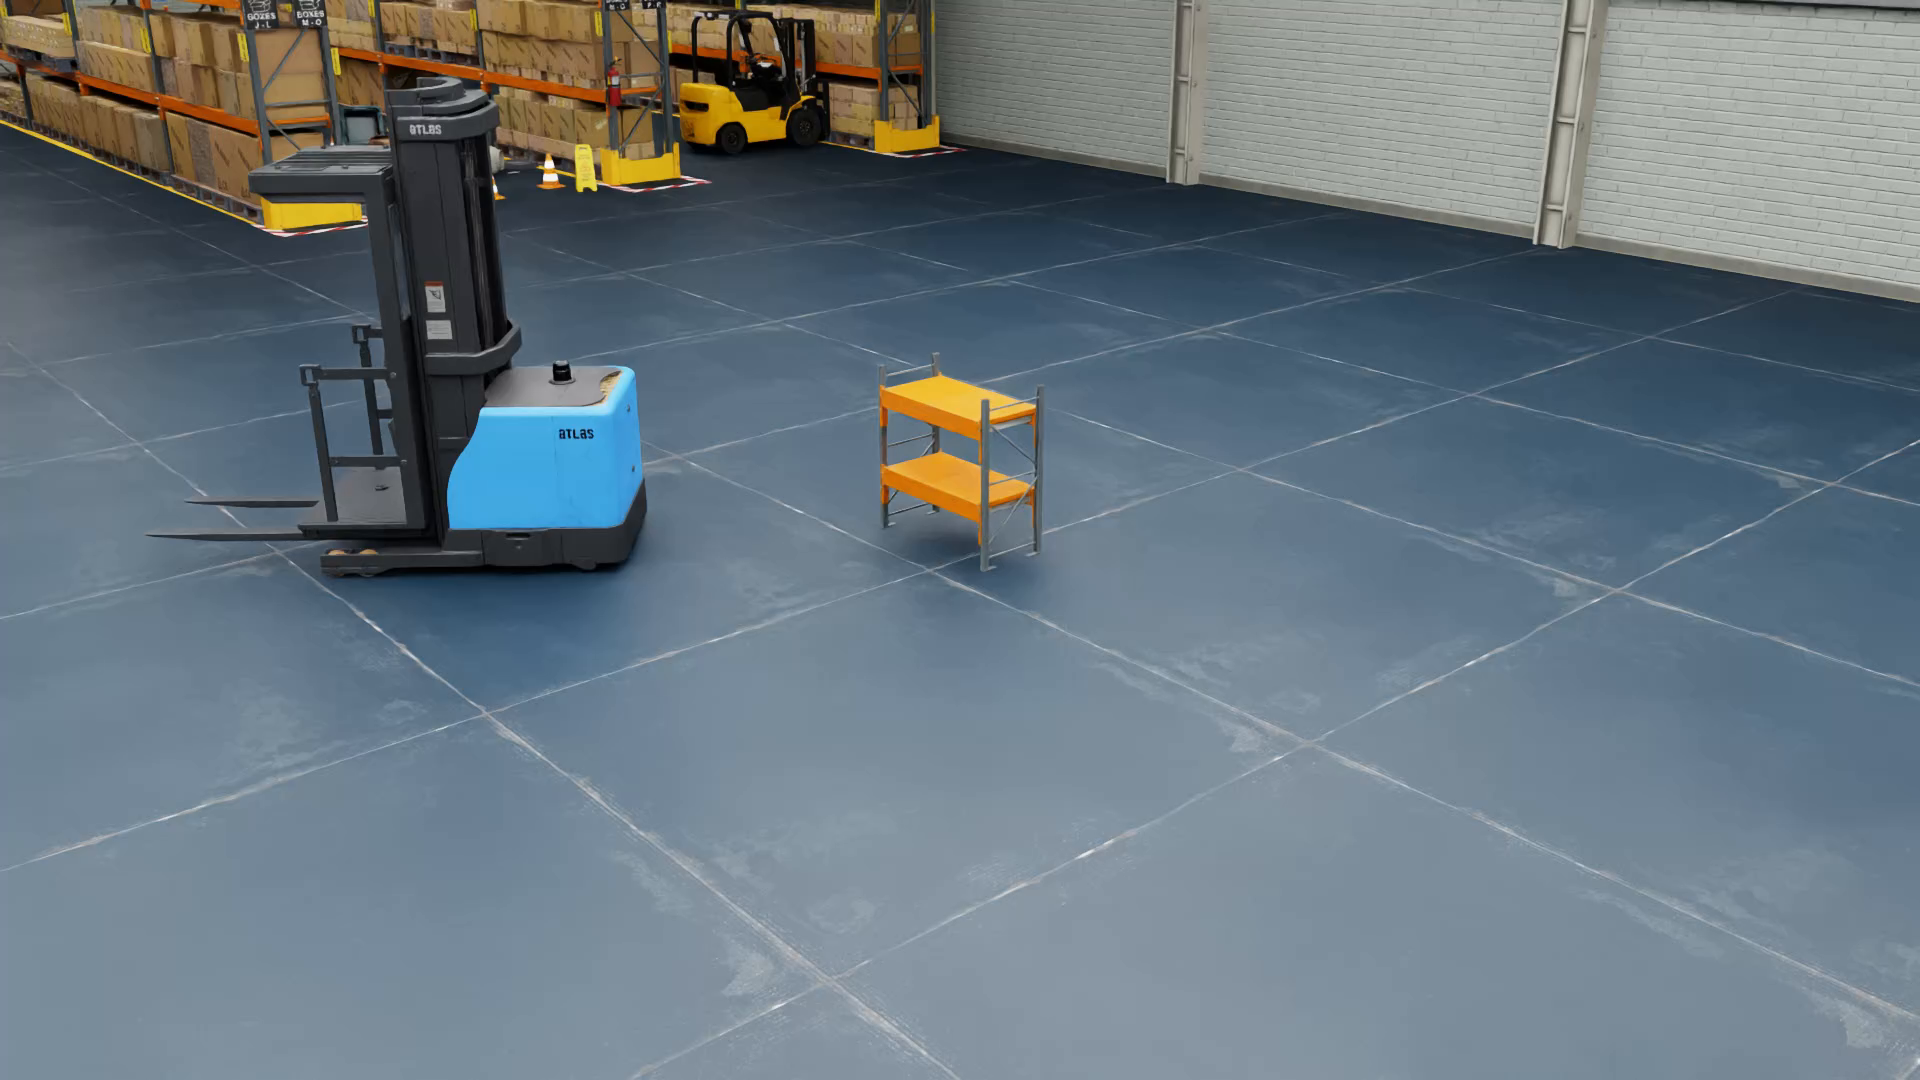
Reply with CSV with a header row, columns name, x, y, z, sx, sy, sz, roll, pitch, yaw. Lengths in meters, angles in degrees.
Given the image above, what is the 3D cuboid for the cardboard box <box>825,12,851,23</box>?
name,x,y,z,sx,sy,sz,roll,pitch,yaw
cardboard box,-2.015,-8.669,27.569,0.380,0.149,0.250,-17,27,-36

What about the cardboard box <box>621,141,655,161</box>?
name,x,y,z,sx,sy,sz,roll,pitch,yaw
cardboard box,-4.960,-5.895,25.117,0.500,0.250,0.500,-18,28,-38

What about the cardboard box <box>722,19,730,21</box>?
name,x,y,z,sx,sy,sz,roll,pitch,yaw
cardboard box,-4.069,-9.436,29.937,0.380,0.149,0.250,-18,28,-38

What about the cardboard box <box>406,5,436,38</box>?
name,x,y,z,sx,sy,sz,roll,pitch,yaw
cardboard box,-9.049,-8.815,28.258,0.500,0.500,0.500,-17,27,-37

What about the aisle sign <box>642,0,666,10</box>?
name,x,y,z,sx,sy,sz,roll,pitch,yaw
aisle sign,-4.368,-7.959,23.626,0.394,0.787,0.004,-17,27,-37

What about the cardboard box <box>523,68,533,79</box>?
name,x,y,z,sx,sy,sz,roll,pitch,yaw
cardboard box,-6.463,-7.161,25.498,0.380,0.149,0.250,-17,27,-37

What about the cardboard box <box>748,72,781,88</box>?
name,x,y,z,sx,sy,sz,roll,pitch,yaw
cardboard box,-3.418,-8.152,29.507,0.500,0.250,0.500,-18,28,-38

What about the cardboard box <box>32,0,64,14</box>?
name,x,y,z,sx,sy,sz,roll,pitch,yaw
cardboard box,-16.270,-9.634,29.552,0.500,0.500,0.500,-17,27,-36

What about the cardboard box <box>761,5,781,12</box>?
name,x,y,z,sx,sy,sz,roll,pitch,yaw
cardboard box,-3.260,-9.261,29.082,0.380,0.149,0.250,-17,27,-37

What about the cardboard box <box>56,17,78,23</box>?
name,x,y,z,sx,sy,sz,roll,pitch,yaw
cardboard box,-15.235,-8.873,28.479,0.380,0.149,0.250,-18,27,-38

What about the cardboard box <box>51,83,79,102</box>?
name,x,y,z,sx,sy,sz,roll,pitch,yaw
cardboard box,-14.852,-7.484,27.802,0.500,0.250,0.500,-17,27,-36

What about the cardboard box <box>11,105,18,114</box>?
name,x,y,z,sx,sy,sz,roll,pitch,yaw
cardboard box,-17.002,-7.845,30.234,0.380,0.149,0.250,-19,28,-39

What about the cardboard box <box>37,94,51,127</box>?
name,x,y,z,sx,sy,sz,roll,pitch,yaw
cardboard box,-15.532,-7.419,28.665,0.500,0.500,0.500,-16,26,-35

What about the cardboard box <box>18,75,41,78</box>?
name,x,y,z,sx,sy,sz,roll,pitch,yaw
cardboard box,-17.848,-8.840,31.960,0.380,0.149,0.250,-18,28,-39

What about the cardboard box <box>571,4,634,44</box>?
name,x,y,z,sx,sy,sz,roll,pitch,yaw
cardboard box,-5.142,-7.431,23.928,0.700,0.500,0.500,-18,28,-39

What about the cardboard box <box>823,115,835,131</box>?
name,x,y,z,sx,sy,sz,roll,pitch,yaw
cardboard box,-2.068,-7.124,28.254,0.500,0.250,0.500,-17,27,-37

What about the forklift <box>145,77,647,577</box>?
name,x,y,z,sx,sy,sz,roll,pitch,yaw
forklift,-3.629,-1.329,10.357,3.031,2.935,1.130,-1,21,-1

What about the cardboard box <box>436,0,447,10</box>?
name,x,y,z,sx,sy,sz,roll,pitch,yaw
cardboard box,-8.383,-8.810,27.355,0.380,0.149,0.250,-19,28,-40

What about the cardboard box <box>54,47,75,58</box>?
name,x,y,z,sx,sy,sz,roll,pitch,yaw
cardboard box,-14.219,-7.801,26.556,0.380,0.149,0.250,-17,27,-37

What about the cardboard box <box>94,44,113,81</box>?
name,x,y,z,sx,sy,sz,roll,pitch,yaw
cardboard box,-12.798,-7.274,25.307,0.500,0.500,0.500,-17,27,-37

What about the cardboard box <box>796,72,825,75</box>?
name,x,y,z,sx,sy,sz,roll,pitch,yaw
cardboard box,-2.686,-8.134,29.461,0.500,0.250,0.500,-18,28,-38

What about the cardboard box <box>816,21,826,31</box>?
name,x,y,z,sx,sy,sz,roll,pitch,yaw
cardboard box,-2.179,-8.600,27.803,0.380,0.149,0.250,-17,27,-37

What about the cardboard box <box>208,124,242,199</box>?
name,x,y,z,sx,sy,sz,roll,pitch,yaw
cardboard box,-9.396,-5.106,22.244,0.875,0.875,0.875,-18,28,-38

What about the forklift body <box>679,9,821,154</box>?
name,x,y,z,sx,sy,sz,roll,pitch,yaw
forklift body,-3.505,-7.569,27.358,2.313,2.155,1.214,-17,27,-37

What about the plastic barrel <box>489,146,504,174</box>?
name,x,y,z,sx,sy,sz,roll,pitch,yaw
plastic barrel,-7.138,-5.702,24.962,0.512,0.421,0.421,0,21,-1

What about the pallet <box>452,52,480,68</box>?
name,x,y,z,sx,sy,sz,roll,pitch,yaw
pallet,-7.643,-7.953,27.439,1.003,0.211,1.213,-17,27,-37

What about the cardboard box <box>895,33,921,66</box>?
name,x,y,z,sx,sy,sz,roll,pitch,yaw
cardboard box,-0.998,-8.124,27.475,0.500,0.500,0.500,-16,27,-36

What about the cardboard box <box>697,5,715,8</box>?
name,x,y,z,sx,sy,sz,roll,pitch,yaw
cardboard box,-4.725,-9.972,31.304,0.380,0.149,0.250,-16,27,-36

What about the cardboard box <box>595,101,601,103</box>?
name,x,y,z,sx,sy,sz,roll,pitch,yaw
cardboard box,-5.642,-6.535,25.722,0.500,0.500,0.500,-17,27,-36

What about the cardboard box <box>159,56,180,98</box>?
name,x,y,z,sx,sy,sz,roll,pitch,yaw
cardboard box,-10.688,-6.561,23.417,0.875,0.550,0.550,-17,27,-37

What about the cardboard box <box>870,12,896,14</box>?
name,x,y,z,sx,sy,sz,roll,pitch,yaw
cardboard box,-1.271,-8.655,27.534,0.380,0.149,0.250,-17,27,-36

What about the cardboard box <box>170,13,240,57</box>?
name,x,y,z,sx,sy,sz,roll,pitch,yaw
cardboard box,-10.276,-6.929,22.874,0.875,0.550,0.550,-17,27,-37

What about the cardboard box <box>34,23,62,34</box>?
name,x,y,z,sx,sy,sz,roll,pitch,yaw
cardboard box,-14.879,-8.360,27.169,0.380,0.149,0.250,-17,27,-37

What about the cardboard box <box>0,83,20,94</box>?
name,x,y,z,sx,sy,sz,roll,pitch,yaw
cardboard box,-17.496,-8.325,30.643,0.380,0.149,0.250,-19,28,-39

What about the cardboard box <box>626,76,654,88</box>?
name,x,y,z,sx,sy,sz,roll,pitch,yaw
cardboard box,-4.708,-6.718,24.367,0.380,0.149,0.250,-17,27,-37

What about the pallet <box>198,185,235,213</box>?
name,x,y,z,sx,sy,sz,roll,pitch,yaw
pallet,-9.700,-4.726,22.761,1.003,0.211,1.213,-17,27,-37

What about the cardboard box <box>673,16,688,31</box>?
name,x,y,z,sx,sy,sz,roll,pitch,yaw
cardboard box,-4.996,-9.644,31.014,0.500,0.250,0.500,-17,27,-37

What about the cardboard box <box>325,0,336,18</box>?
name,x,y,z,sx,sy,sz,roll,pitch,yaw
cardboard box,-11.386,-9.915,30.676,0.500,0.500,0.500,-18,28,-38

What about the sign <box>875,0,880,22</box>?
name,x,y,z,sx,sy,sz,roll,pitch,yaw
sign,-1.305,-8.398,26.401,0.100,0.325,0.005,-17,27,-37

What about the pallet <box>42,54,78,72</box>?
name,x,y,z,sx,sy,sz,roll,pitch,yaw
pallet,-14.095,-7.778,26.992,1.213,0.211,1.003,-17,27,-37

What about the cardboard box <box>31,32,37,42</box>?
name,x,y,z,sx,sy,sz,roll,pitch,yaw
cardboard box,-15.060,-8.296,27.414,0.380,0.149,0.250,-17,27,-36

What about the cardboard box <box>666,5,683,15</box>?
name,x,y,z,sx,sy,sz,roll,pitch,yaw
cardboard box,-5.393,-10.005,31.389,0.380,0.149,0.250,-17,27,-37

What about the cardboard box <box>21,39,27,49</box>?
name,x,y,z,sx,sy,sz,roll,pitch,yaw
cardboard box,-15.576,-8.376,28.024,0.380,0.149,0.250,-19,28,-40

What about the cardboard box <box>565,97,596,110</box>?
name,x,y,z,sx,sy,sz,roll,pitch,yaw
cardboard box,-5.654,-6.503,24.750,0.380,0.149,0.250,-16,27,-36

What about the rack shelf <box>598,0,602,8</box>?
name,x,y,z,sx,sy,sz,roll,pitch,yaw
rack shelf,-5.948,-8.306,24.950,1.077,0.370,4.000,-17,27,-37

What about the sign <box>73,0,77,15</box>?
name,x,y,z,sx,sy,sz,roll,pitch,yaw
sign,-15.742,-9.473,29.469,0.100,0.325,0.005,-17,27,-37

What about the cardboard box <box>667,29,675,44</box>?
name,x,y,z,sx,sy,sz,roll,pitch,yaw
cardboard box,-5.336,-9.553,31.467,0.500,0.250,0.500,-19,28,-39

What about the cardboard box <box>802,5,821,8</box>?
name,x,y,z,sx,sy,sz,roll,pitch,yaw
cardboard box,-2.533,-9.247,29.045,0.380,0.149,0.250,-18,28,-38

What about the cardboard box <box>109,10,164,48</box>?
name,x,y,z,sx,sy,sz,roll,pitch,yaw
cardboard box,-12.262,-7.659,24.918,0.700,0.500,0.500,-18,28,-38

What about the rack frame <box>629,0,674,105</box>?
name,x,y,z,sx,sy,sz,roll,pitch,yaw
rack frame,-6.107,-10.084,32.618,1.000,3.000,0.127,-17,27,-37

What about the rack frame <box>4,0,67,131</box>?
name,x,y,z,sx,sy,sz,roll,pitch,yaw
rack frame,-16.160,-8.801,29.340,1.000,3.000,0.127,-17,27,-37

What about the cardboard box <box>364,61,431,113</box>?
name,x,y,z,sx,sy,sz,roll,pitch,yaw
cardboard box,-10.253,-8.319,30.447,0.875,0.875,0.875,-18,28,-38

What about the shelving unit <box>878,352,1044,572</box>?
name,x,y,z,sx,sy,sz,roll,pitch,yaw
shelving unit,-0.004,-0.526,10.784,0.538,1.125,1.048,-17,27,-37

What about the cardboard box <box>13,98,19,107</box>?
name,x,y,z,sx,sy,sz,roll,pitch,yaw
cardboard box,-16.792,-7.890,29.942,0.380,0.149,0.250,-19,28,-40

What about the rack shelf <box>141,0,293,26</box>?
name,x,y,z,sx,sy,sz,roll,pitch,yaw
rack shelf,-9.632,-7.099,21.870,1.077,0.370,4.000,-17,27,-37

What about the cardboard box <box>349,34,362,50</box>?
name,x,y,z,sx,sy,sz,roll,pitch,yaw
cardboard box,-10.737,-9.047,30.176,0.500,0.250,0.500,-17,27,-37

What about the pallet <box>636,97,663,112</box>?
name,x,y,z,sx,sy,sz,roll,pitch,yaw
pallet,-5.599,-8.549,32.522,1.003,0.211,1.213,-17,27,-37

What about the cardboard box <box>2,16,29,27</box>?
name,x,y,z,sx,sy,sz,roll,pitch,yaw
cardboard box,-16.251,-8.938,28.644,0.380,0.149,0.250,-16,26,-35
